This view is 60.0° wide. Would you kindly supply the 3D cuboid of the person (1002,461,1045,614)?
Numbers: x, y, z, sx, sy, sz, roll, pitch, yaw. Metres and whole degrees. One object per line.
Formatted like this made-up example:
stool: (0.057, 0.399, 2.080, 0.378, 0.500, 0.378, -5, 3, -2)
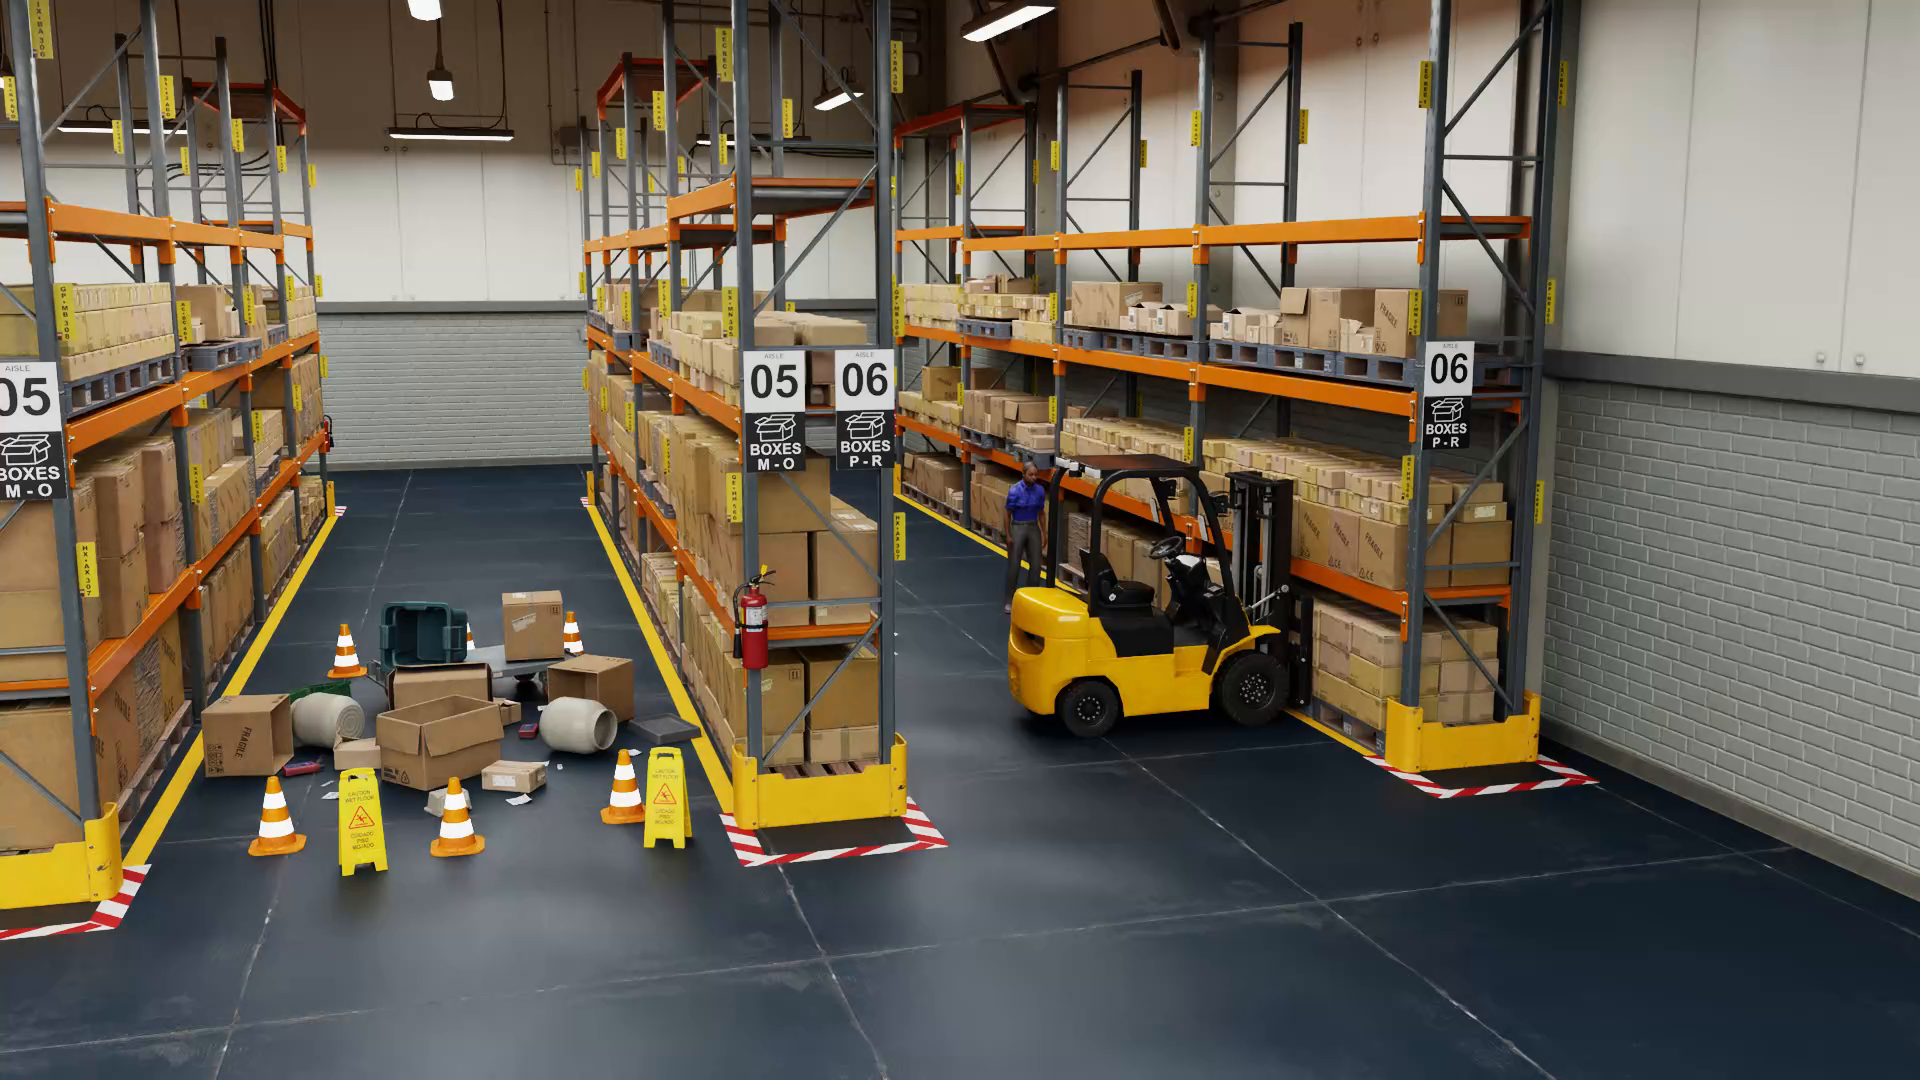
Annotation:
person: (0.694, -0.042, 18.150, 0.507, 1.654, 0.349, -3, 10, -19)
